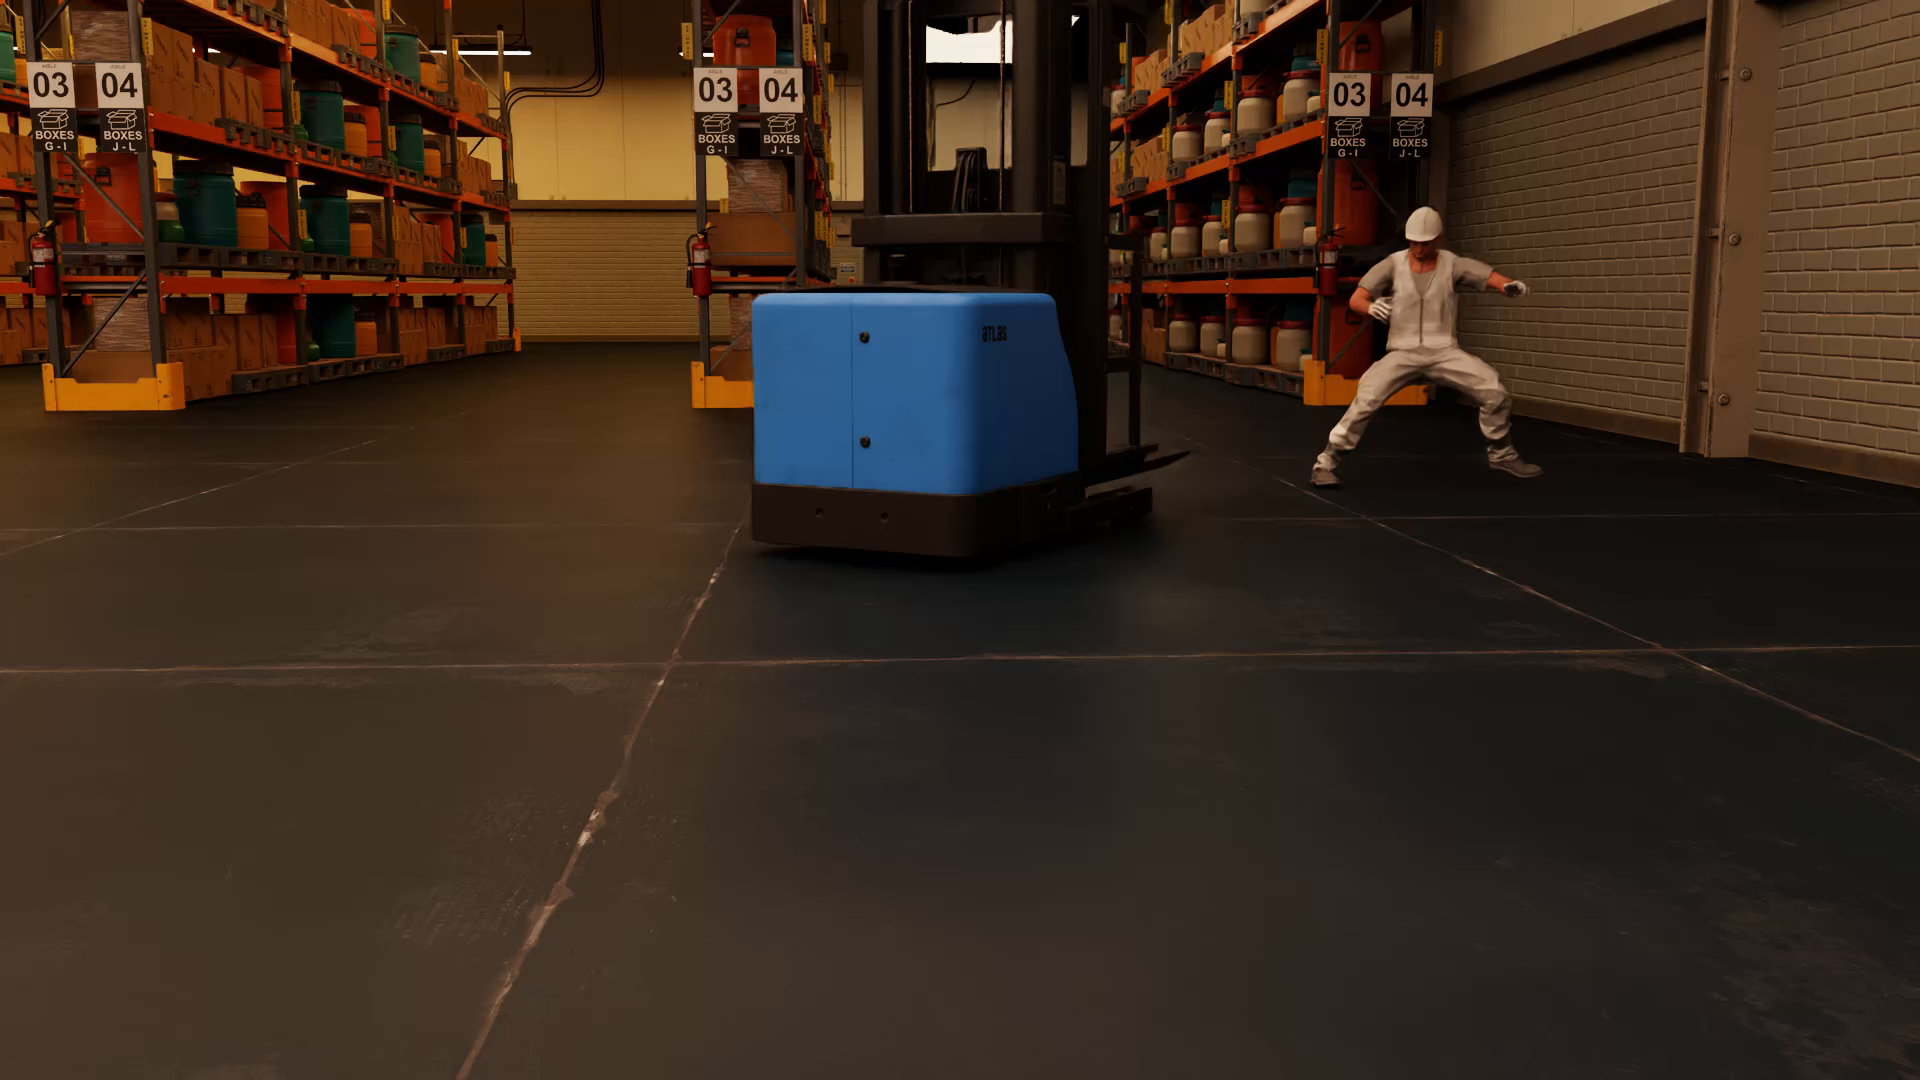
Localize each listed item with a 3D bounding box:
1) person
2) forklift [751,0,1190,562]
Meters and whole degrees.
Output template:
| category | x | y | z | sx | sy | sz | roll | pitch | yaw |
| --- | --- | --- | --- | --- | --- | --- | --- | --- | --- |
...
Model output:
| category | x | y | z | sx | sy | sz | roll | pitch | yaw |
| --- | --- | --- | --- | --- | --- | --- | --- | --- | --- |
| person | 2.626 | -1.071 | 9.256 | 1.264 | 1.551 | 0.689 | 2 | 9 | 15 |
| forklift | 0.265 | -1.539 | 7.697 | 1.130 | 2.935 | 3.031 | 4 | 9 | 27 |
